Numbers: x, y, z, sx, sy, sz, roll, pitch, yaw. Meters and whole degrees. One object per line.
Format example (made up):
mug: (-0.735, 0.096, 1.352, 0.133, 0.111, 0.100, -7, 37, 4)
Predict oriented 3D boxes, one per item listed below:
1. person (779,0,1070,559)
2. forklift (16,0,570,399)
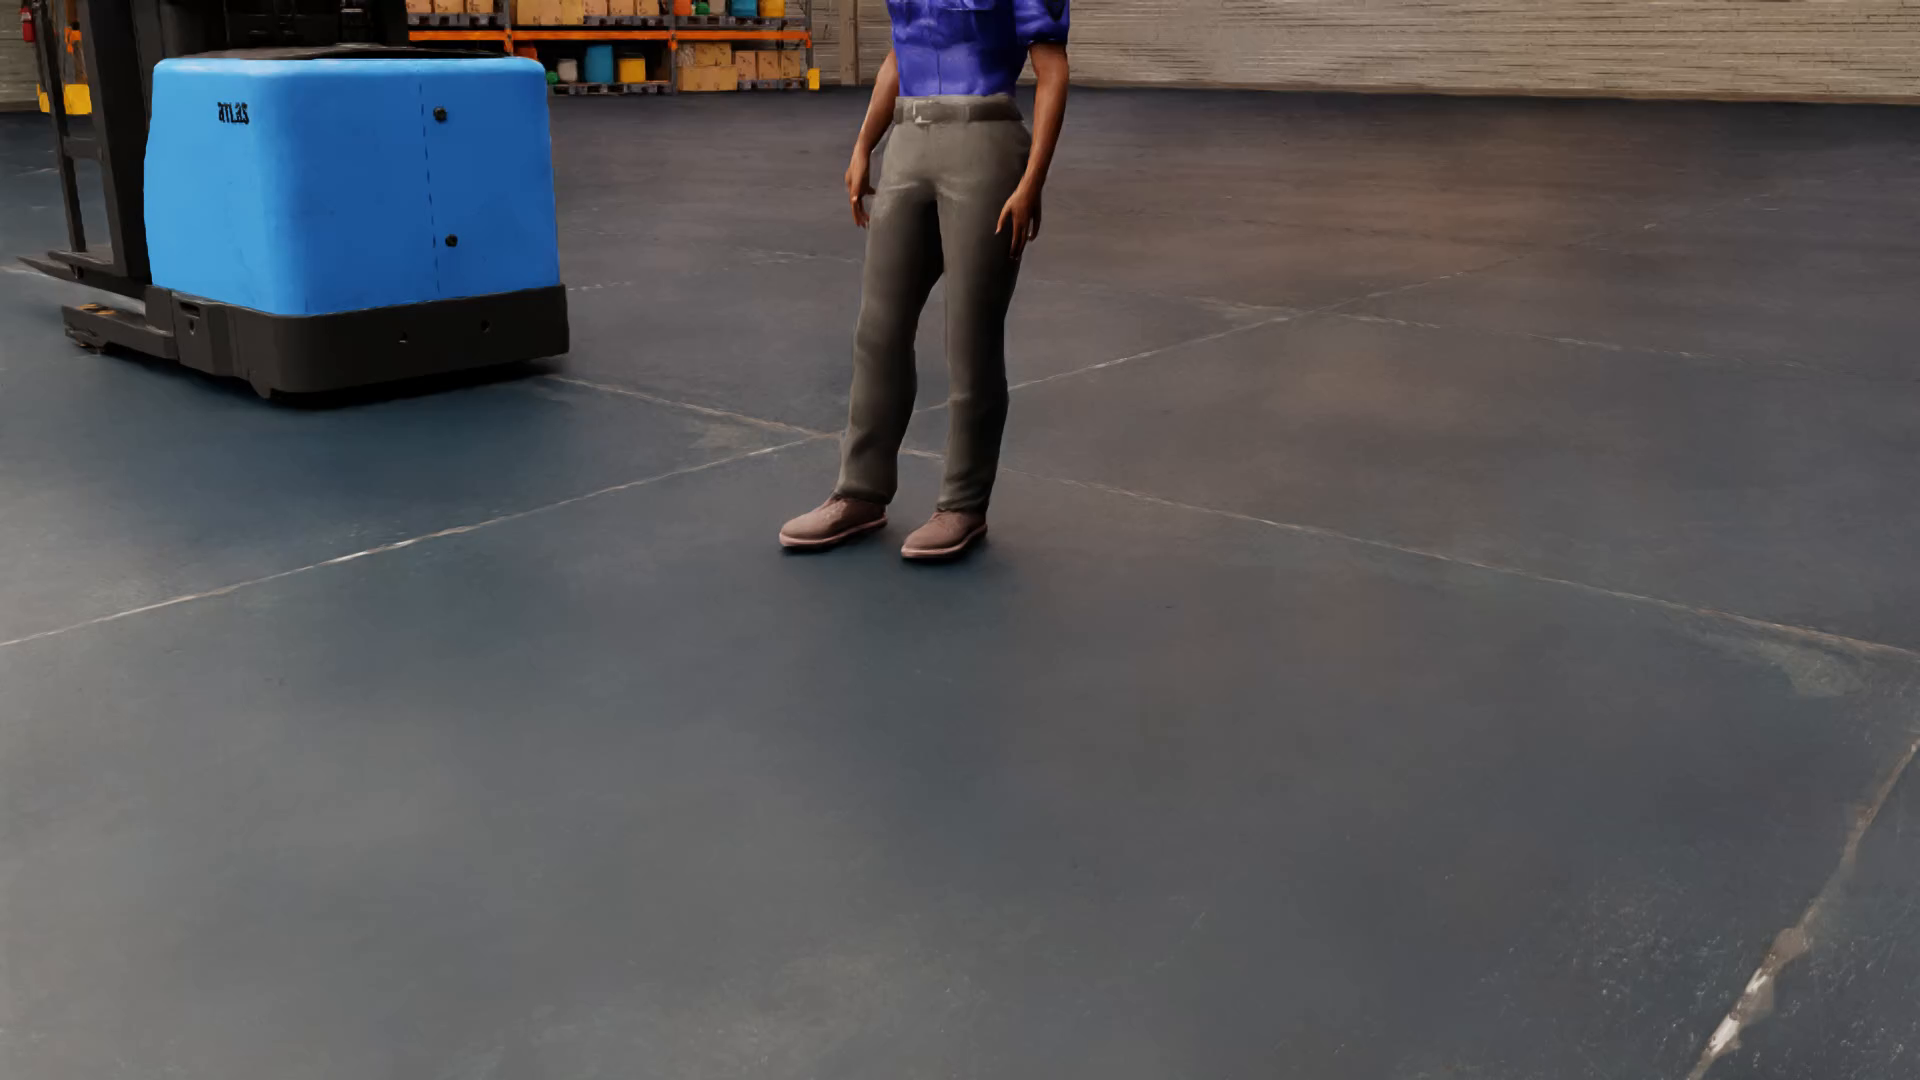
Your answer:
person: (-0.071, -0.777, 3.648, 0.570, 1.642, 0.503, 13, 21, 37)
forklift: (-2.797, -2.198, 6.135, 3.031, 2.935, 1.130, 16, 23, 41)
